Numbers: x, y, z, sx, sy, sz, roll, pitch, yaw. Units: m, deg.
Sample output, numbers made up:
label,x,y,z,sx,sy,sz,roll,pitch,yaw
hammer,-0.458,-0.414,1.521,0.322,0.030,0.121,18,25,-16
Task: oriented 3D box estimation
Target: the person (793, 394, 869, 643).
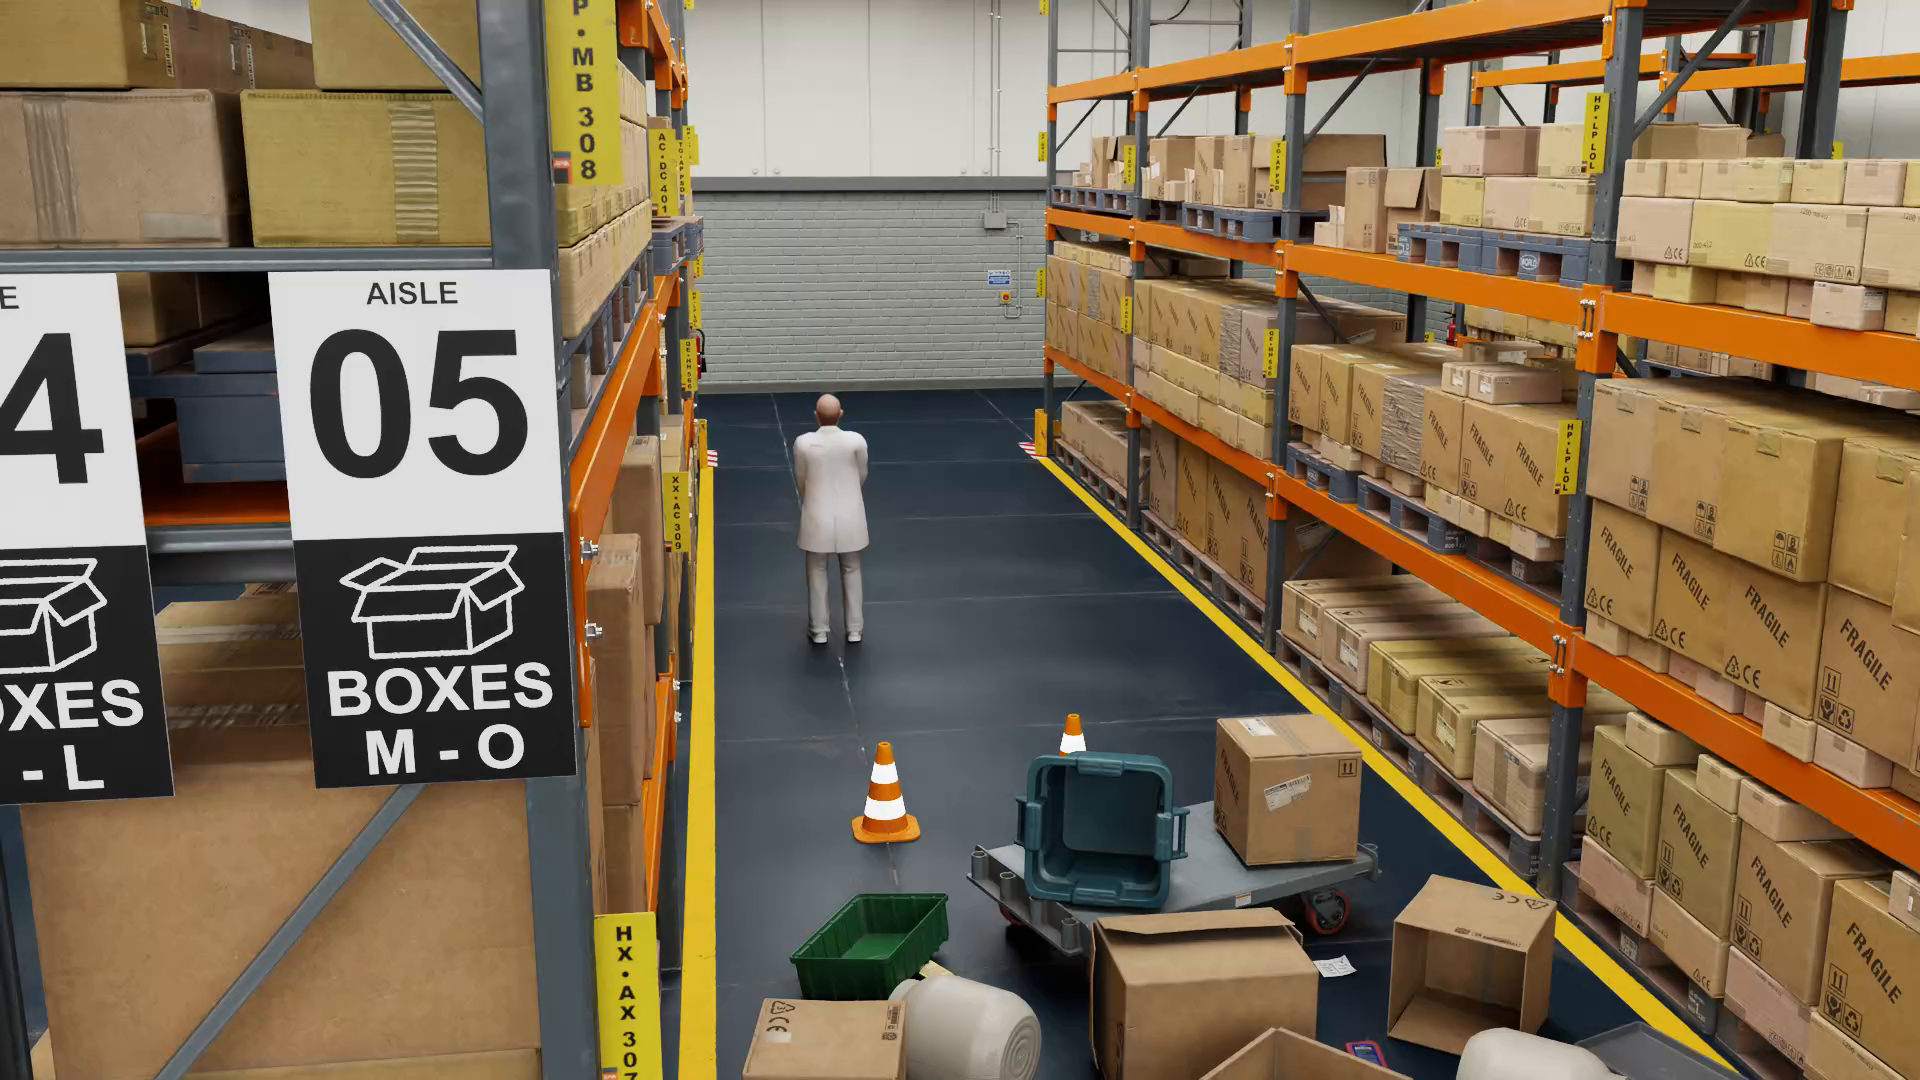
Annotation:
label,x,y,z,sx,sy,sz,roll,pitch,yaw
person,-0.916,-0.178,11.802,0.531,1.769,0.554,-2,13,-8
